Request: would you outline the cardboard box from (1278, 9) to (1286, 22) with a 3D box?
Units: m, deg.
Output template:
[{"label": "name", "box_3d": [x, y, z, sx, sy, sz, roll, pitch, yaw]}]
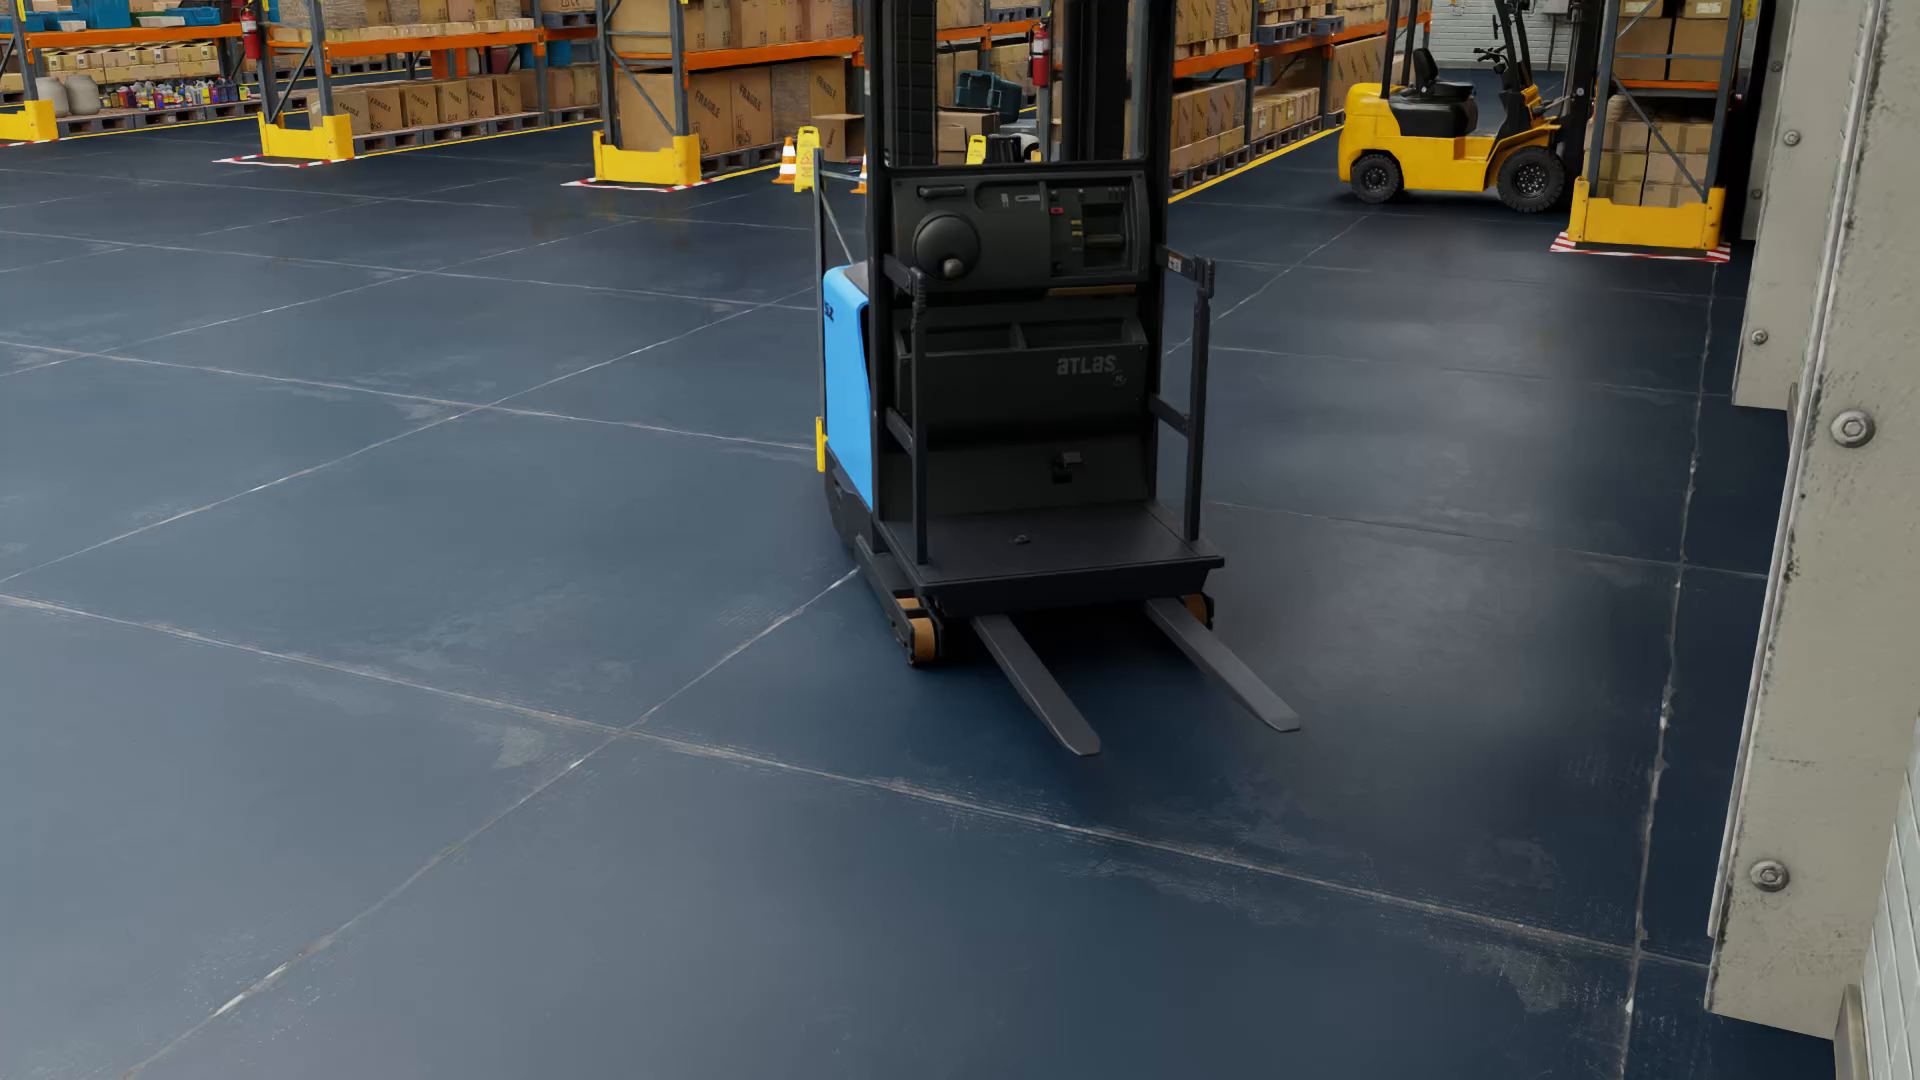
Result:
[{"label": "cardboard box", "box_3d": [3.688, -6.286, 19.917, 0.380, 0.149, 0.250, 9, 21, 24]}]

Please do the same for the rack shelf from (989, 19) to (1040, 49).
[{"label": "rack shelf", "box_3d": [0.773, -7.980, 26.004, 1.077, 0.370, 4.000, 9, 21, 23]}]

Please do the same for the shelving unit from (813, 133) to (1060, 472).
[{"label": "shelving unit", "box_3d": [-0.081, -1.080, 7.767, 1.083, 1.500, 0.587, -15, 24, -35]}]

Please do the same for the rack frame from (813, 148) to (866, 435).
[{"label": "rack frame", "box_3d": [-0.490, -0.974, 7.469, 0.032, 1.500, 0.500, -15, 24, -35]}]

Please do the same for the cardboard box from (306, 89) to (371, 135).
[{"label": "cardboard box", "box_3d": [-7.535, -5.182, 20.167, 0.500, 0.500, 0.500, 13, 23, 33]}]

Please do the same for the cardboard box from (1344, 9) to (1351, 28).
[{"label": "cardboard box", "box_3d": [5.135, -7.263, 23.138, 0.500, 0.250, 0.500, 8, 21, 21]}]

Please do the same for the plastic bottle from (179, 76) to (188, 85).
[{"label": "plastic bottle", "box_3d": [-11.396, -6.645, 24.474, 0.144, 0.351, 0.185, 9, 22, 24]}]

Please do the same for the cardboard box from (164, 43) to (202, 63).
[{"label": "cardboard box", "box_3d": [-13.763, -8.592, 29.292, 0.500, 0.311, 0.500, 8, 21, 22]}]

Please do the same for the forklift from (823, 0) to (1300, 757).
[{"label": "forklift", "box_3d": [0.275, -1.092, 5.664, 1.130, 2.935, 3.031, -5, 20, -14]}]

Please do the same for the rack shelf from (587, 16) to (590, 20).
[{"label": "rack shelf", "box_3d": [-8.230, -9.371, 29.915, 1.077, 0.370, 4.000, 9, 21, 23]}]

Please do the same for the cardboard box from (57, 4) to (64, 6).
[{"label": "cardboard box", "box_3d": [-15.012, -8.787, 27.401, 0.396, 0.266, 0.258, 8, 21, 21]}]

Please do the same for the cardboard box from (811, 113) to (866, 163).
[{"label": "cardboard box", "box_3d": [-1.384, -4.693, 19.414, 0.500, 0.500, 0.500, 13, 23, 32]}]

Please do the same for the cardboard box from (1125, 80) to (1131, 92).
[{"label": "cardboard box", "box_3d": [1.520, -4.653, 16.966, 0.380, 0.149, 0.250, 9, 21, 24]}]

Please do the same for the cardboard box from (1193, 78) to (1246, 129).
[{"label": "cardboard box", "box_3d": [2.876, -4.874, 18.556, 0.500, 0.500, 0.500, 8, 21, 22]}]

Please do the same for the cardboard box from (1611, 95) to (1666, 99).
[{"label": "cardboard box", "box_3d": [6.700, -4.270, 16.483, 0.500, 0.250, 0.500, 9, 21, 23]}]

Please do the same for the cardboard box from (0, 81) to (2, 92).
[{"label": "cardboard box", "box_3d": [-15.408, -7.136, 26.033, 0.500, 0.250, 0.500, 9, 21, 23]}]

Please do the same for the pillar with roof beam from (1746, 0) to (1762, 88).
[{"label": "pillar with roof beam", "box_3d": [10.316, -12.942, 29.931, 9.100, 9.000, 0.400, 9, 21, 23]}]

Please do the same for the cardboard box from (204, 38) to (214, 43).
[{"label": "cardboard box", "box_3d": [-16.049, -10.915, 36.288, 0.700, 0.500, 0.500, 9, 21, 23]}]

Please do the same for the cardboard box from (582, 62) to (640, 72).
[{"label": "cardboard box", "box_3d": [-5.227, -6.895, 24.954, 0.700, 0.500, 0.500, 11, 22, 27]}]

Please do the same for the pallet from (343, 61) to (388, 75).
[{"label": "pallet", "box_3d": [-12.227, -9.434, 33.182, 1.003, 0.211, 1.213, 9, 21, 23]}]

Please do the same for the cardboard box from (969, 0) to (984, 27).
[{"label": "cardboard box", "box_3d": [0.014, -7.580, 23.657, 0.500, 0.500, 0.500, 9, 21, 23]}]

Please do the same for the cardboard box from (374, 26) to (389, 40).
[{"label": "cardboard box", "box_3d": [-7.152, -6.137, 20.123, 0.380, 0.149, 0.250, 9, 21, 23]}]

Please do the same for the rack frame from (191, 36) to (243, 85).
[{"label": "rack frame", "box_3d": [-13.566, -9.779, 29.990, 1.000, 3.000, 0.127, 9, 21, 23]}]

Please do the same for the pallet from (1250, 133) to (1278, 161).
[{"label": "pallet", "box_3d": [3.191, -4.761, 20.040, 1.003, 0.211, 1.213, 9, 21, 23]}]

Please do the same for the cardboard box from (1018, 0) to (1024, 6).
[{"label": "cardboard box", "box_3d": [0.757, -8.225, 25.368, 0.380, 0.149, 0.250, 9, 22, 24]}]

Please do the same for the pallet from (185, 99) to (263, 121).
[{"label": "pallet", "box_3d": [-11.000, -6.362, 24.543, 1.003, 0.211, 1.213, 9, 21, 23]}]

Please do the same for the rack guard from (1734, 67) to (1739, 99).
[{"label": "rack guard", "box_3d": [12.286, -7.624, 27.659, 1.175, 0.500, 0.348, 9, 21, 23]}]

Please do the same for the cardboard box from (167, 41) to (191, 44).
[{"label": "cardboard box", "box_3d": [-14.048, -8.826, 29.950, 0.500, 0.311, 0.500, 9, 22, 25]}]

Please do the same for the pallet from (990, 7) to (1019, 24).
[{"label": "pallet", "box_3d": [0.148, -7.849, 24.850, 1.213, 0.211, 1.003, 9, 21, 23]}]

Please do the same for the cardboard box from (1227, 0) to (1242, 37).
[{"label": "cardboard box", "box_3d": [2.714, -5.695, 17.913, 0.500, 0.500, 0.500, 9, 22, 25]}]

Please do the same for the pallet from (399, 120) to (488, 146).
[{"label": "pallet", "box_3d": [-6.909, -5.298, 21.550, 1.003, 0.211, 1.213, 9, 21, 23]}]

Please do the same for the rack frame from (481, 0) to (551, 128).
[{"label": "rack frame", "box_3d": [-6.168, -7.196, 22.726, 1.000, 3.000, 0.127, 9, 21, 23]}]

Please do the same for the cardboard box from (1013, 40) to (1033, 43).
[{"label": "cardboard box", "box_3d": [1.091, -7.722, 26.191, 0.500, 0.250, 0.500, 8, 21, 20]}]

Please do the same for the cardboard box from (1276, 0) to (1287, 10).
[{"label": "cardboard box", "box_3d": [3.531, -6.479, 19.489, 0.500, 0.500, 0.500, 9, 21, 23]}]

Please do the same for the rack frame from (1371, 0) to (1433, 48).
[{"label": "rack frame", "box_3d": [7.787, -9.505, 29.218, 1.000, 3.000, 0.127, 9, 21, 23]}]

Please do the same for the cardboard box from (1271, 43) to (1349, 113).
[{"label": "cardboard box", "box_3d": [4.870, -6.456, 23.189, 0.875, 0.875, 0.875, 8, 21, 22]}]

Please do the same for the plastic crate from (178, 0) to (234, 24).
[{"label": "plastic crate", "box_3d": [-11.017, -7.704, 24.247, 0.767, 0.338, 0.504, 9, 21, 23]}]

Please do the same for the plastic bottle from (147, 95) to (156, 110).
[{"label": "plastic bottle", "box_3d": [-11.255, -6.085, 23.121, 0.097, 0.201, 0.097, 0, 20, 0]}]

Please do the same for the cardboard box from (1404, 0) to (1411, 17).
[{"label": "cardboard box", "box_3d": [6.999, -8.741, 26.921, 0.500, 0.500, 0.500, 9, 21, 23]}]

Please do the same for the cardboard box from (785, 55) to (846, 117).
[{"label": "cardboard box", "box_3d": [-2.006, -5.499, 20.498, 0.875, 0.875, 0.875, 9, 21, 24]}]

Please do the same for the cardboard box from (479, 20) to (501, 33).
[{"label": "cardboard box", "box_3d": [-6.257, -6.737, 21.809, 0.380, 0.149, 0.250, 9, 21, 23]}]

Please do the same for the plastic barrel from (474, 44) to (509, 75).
[{"label": "plastic barrel", "box_3d": [-8.401, -8.657, 29.807, 0.600, 0.588, 0.708, 9, 21, 23]}]

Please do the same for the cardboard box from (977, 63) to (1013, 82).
[{"label": "cardboard box", "box_3d": [0.476, -6.909, 25.022, 0.500, 0.500, 0.500, 8, 21, 20]}]

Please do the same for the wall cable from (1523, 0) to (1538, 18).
[{"label": "wall cable", "box_3d": [11.373, -11.519, 33.366, 0.588, 1.984, 0.122, 9, 21, 23]}]

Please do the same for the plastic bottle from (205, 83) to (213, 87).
[{"label": "plastic bottle", "box_3d": [-10.911, -6.517, 24.226, 0.152, 0.276, 0.135, 9, 21, 23]}]

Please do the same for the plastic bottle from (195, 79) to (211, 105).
[{"label": "plastic bottle", "box_3d": [-10.898, -6.441, 23.900, 0.144, 0.351, 0.185, 8, 21, 22]}]

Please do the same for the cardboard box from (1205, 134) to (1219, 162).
[{"label": "cardboard box", "box_3d": [2.455, -4.202, 17.784, 0.500, 0.250, 0.500, 9, 21, 24]}]

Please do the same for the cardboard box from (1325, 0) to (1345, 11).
[{"label": "cardboard box", "box_3d": [4.944, -7.345, 22.623, 0.500, 0.250, 0.500, 8, 21, 22]}]

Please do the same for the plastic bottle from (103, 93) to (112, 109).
[{"label": "plastic bottle", "box_3d": [-11.972, -6.163, 23.342, 0.097, 0.201, 0.097, 0, 20, 0]}]

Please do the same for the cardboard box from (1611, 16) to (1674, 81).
[{"label": "cardboard box", "box_3d": [5.727, -4.167, 14.060, 0.500, 0.500, 0.500, 8, 21, 21]}]

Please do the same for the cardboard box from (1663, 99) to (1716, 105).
[{"label": "cardboard box", "box_3d": [6.965, -4.043, 15.845, 0.500, 0.250, 0.500, 9, 21, 23]}]

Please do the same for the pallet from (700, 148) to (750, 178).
[{"label": "pallet", "box_3d": [-3.066, -4.203, 18.472, 1.003, 0.211, 1.213, 9, 21, 23]}]

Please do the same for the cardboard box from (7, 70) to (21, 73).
[{"label": "cardboard box", "box_3d": [-15.299, -7.625, 27.410, 0.500, 0.250, 0.500, 8, 21, 22]}]

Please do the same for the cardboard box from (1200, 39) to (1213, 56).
[{"label": "cardboard box", "box_3d": [2.402, -5.109, 17.233, 0.380, 0.149, 0.250, 9, 21, 23]}]

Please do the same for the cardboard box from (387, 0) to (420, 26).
[{"label": "cardboard box", "box_3d": [-7.216, -6.641, 20.573, 0.875, 0.500, 0.500, 9, 21, 23]}]

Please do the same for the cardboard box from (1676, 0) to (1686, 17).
[{"label": "cardboard box", "box_3d": [6.184, -4.439, 13.855, 0.380, 0.149, 0.250, 9, 21, 23]}]

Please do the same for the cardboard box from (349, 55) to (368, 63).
[{"label": "cardboard box", "box_3d": [-12.079, -9.691, 32.817, 0.500, 0.500, 0.500, 9, 21, 23]}]

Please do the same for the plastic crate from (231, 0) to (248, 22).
[{"label": "plastic crate", "box_3d": [-10.767, -8.096, 25.161, 0.402, 0.464, 0.583, 9, 21, 23]}]
